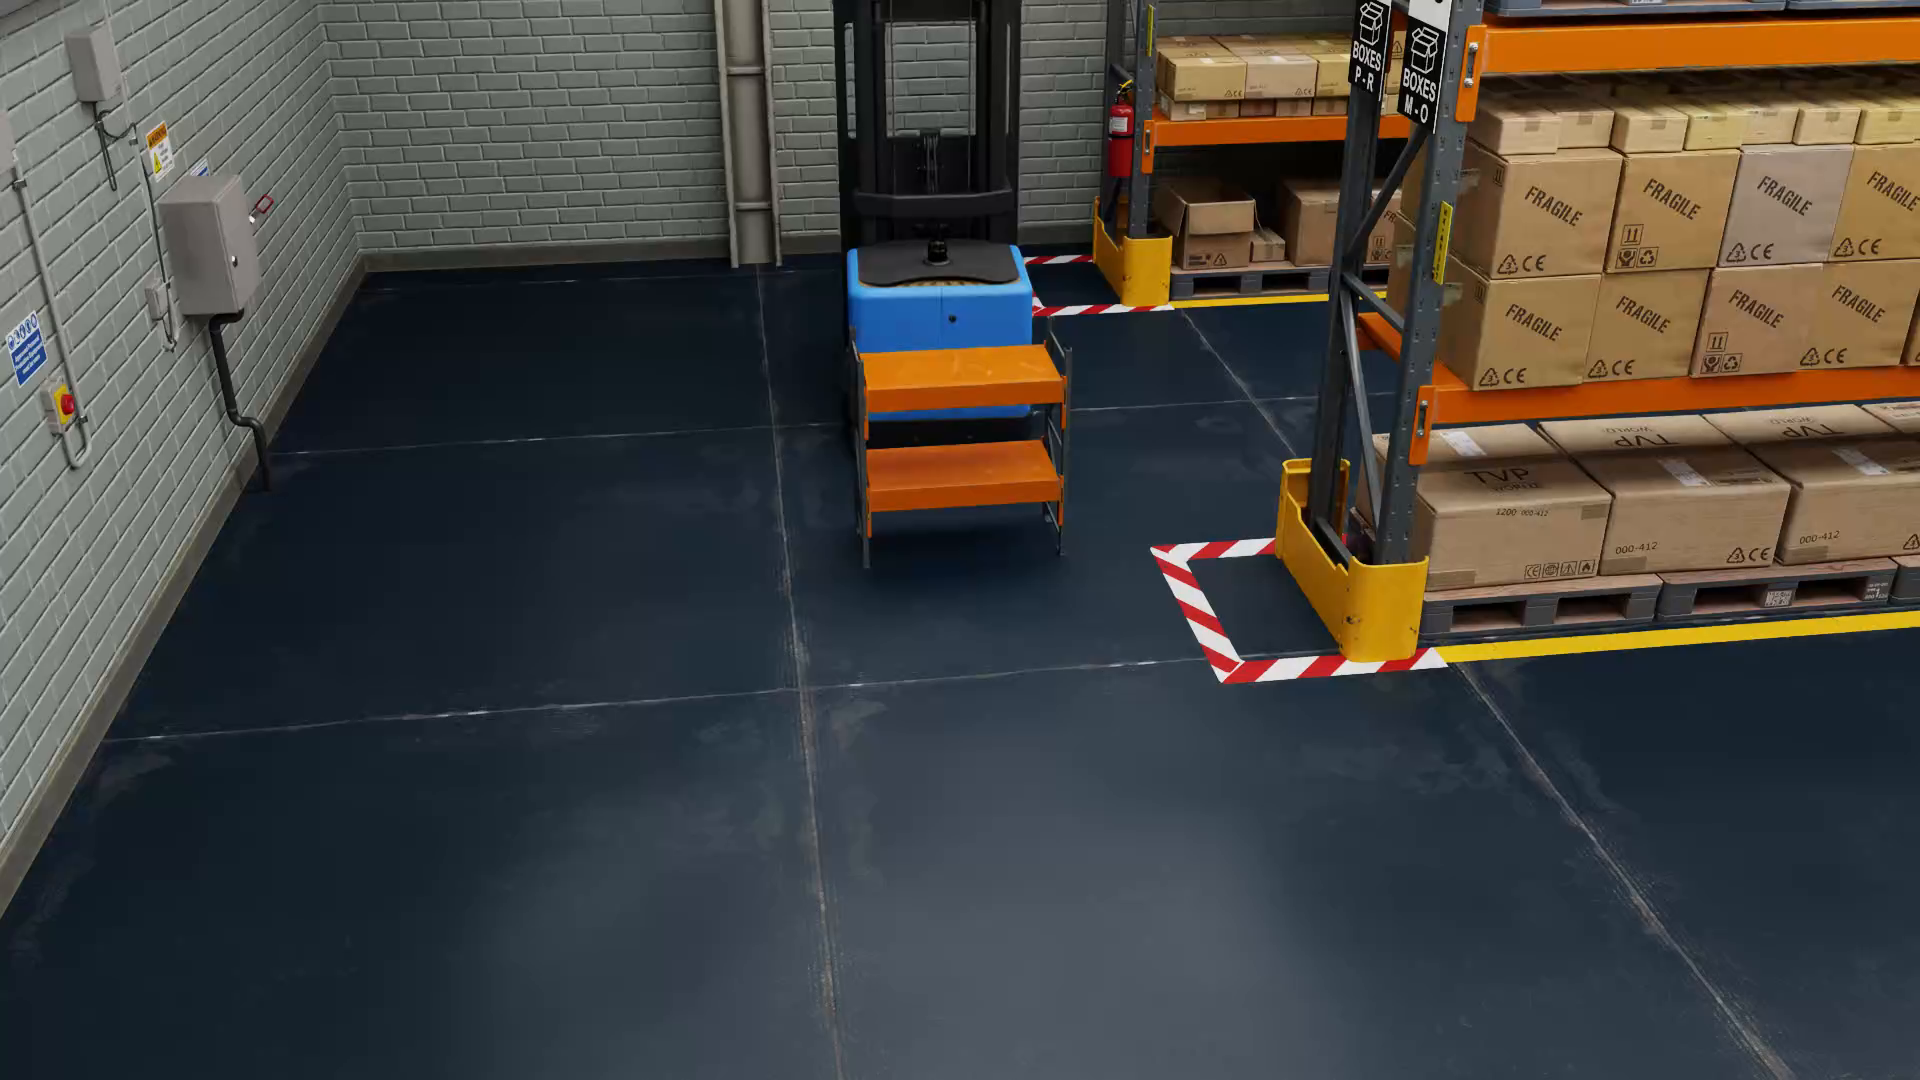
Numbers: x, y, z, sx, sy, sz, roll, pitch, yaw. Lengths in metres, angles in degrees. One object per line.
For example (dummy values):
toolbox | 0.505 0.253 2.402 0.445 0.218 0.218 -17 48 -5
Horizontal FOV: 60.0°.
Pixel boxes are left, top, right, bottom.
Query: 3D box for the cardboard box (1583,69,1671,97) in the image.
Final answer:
cardboard box | 2.971 -2.012 7.470 0.250 0.149 0.380 -3 27 -6

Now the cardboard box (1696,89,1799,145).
cardboard box | 3.320 -1.796 7.050 0.250 0.149 0.380 -3 27 -7

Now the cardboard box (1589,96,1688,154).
cardboard box | 2.809 -1.731 6.922 0.250 0.149 0.380 -3 27 -6

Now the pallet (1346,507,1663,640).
pallet | 2.677 0.113 8.299 1.213 0.211 1.003 -4 27 -7

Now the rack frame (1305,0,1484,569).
rack frame | 1.896 -1.042 7.495 0.127 3.000 1.000 -4 27 -7

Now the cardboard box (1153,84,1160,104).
cardboard box | 1.492 -3.316 12.202 0.250 0.149 0.380 -4 27 -8

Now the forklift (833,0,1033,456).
forklift | -0.208 -2.398 10.213 1.130 2.935 3.031 -2 27 -4

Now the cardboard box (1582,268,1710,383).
cardboard box | 2.909 -1.032 7.366 0.500 0.500 0.500 -4 27 -8

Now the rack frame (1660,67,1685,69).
rack frame | 5.162 -3.540 12.363 0.127 3.000 1.000 -4 27 -7

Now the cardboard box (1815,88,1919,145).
cardboard box | 3.828 -1.797 7.051 0.250 0.149 0.380 -4 27 -8

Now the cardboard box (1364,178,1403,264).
cardboard box | 3.209 -2.382 12.384 0.500 0.500 0.500 -3 27 -6

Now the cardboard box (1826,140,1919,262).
cardboard box | 3.924 -1.537 7.256 0.500 0.500 0.500 -4 27 -7

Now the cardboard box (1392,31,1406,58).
cardboard box | 3.173 -3.687 11.668 0.500 0.500 0.500 -3 27 -6

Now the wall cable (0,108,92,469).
wall cable | -3.684 -1.139 6.536 0.123 1.953 0.585 -4 27 -7

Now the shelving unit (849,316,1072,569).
shelving unit | -0.007 -0.500 8.492 1.048 1.125 0.538 -4 27 -7

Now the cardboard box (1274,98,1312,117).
cardboard box | 2.324 -3.129 11.837 0.250 0.149 0.380 -3 27 -5

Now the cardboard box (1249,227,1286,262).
cardboard box | 2.246 -2.210 12.433 0.250 0.149 0.380 -5 28 -9

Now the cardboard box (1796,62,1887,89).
cardboard box | 3.998 -2.083 7.609 0.250 0.149 0.380 -4 27 -7

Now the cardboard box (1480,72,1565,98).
cardboard box | 2.472 -1.960 7.369 0.250 0.149 0.380 -3 27 -6

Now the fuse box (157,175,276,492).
fuse box | -3.832 -1.058 8.938 0.414 1.711 0.539 -4 27 -7

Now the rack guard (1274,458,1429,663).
rack guard | 1.873 0.072 8.063 0.348 0.500 1.175 -4 27 -7

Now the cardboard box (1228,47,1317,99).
cardboard box | 2.187 -3.290 11.715 0.500 0.250 0.500 -3 27 -7

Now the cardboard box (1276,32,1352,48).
cardboard box | 2.621 -3.562 12.245 0.500 0.250 0.500 -3 27 -5

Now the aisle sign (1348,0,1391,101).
aisle sign | 1.782 -2.334 7.166 0.004 0.787 0.394 -4 27 -7

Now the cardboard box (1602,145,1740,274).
cardboard box | 2.922 -1.469 7.123 0.500 0.500 0.500 -4 27 -9

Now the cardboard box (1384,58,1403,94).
cardboard box | 3.192 -3.366 11.863 0.500 0.250 0.500 -4 27 -8

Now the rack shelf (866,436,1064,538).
rack shelf | -0.007 -0.282 8.604 1.000 0.278 0.538 -4 27 -7

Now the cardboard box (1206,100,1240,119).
cardboard box | 1.810 -3.108 11.796 0.250 0.149 0.380 -3 27 -6

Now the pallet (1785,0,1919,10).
pallet | 3.840 -2.468 7.086 1.213 0.211 1.003 -4 27 -7

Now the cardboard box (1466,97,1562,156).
cardboard box | 2.286 -1.717 6.896 0.250 0.149 0.380 -3 27 -6

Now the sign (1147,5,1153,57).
sign | 1.277 -3.425 11.192 0.005 0.325 0.100 -4 27 -7

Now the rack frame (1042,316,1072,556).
rack frame | 0.497 -0.532 8.555 0.032 1.125 0.500 -4 27 -7

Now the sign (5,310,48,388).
sign | -3.738 -0.767 6.663 0.001 0.218 0.327 -4 27 -7

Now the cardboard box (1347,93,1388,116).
cardboard box | 2.847 -3.130 11.840 0.250 0.149 0.380 -4 27 -9

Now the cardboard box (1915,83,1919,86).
cardboard box | 4.322 -1.858 7.170 0.250 0.149 0.380 -4 27 -8

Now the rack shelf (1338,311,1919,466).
rack shelf | 3.877 -0.849 7.907 4.000 0.370 1.077 -4 27 -7

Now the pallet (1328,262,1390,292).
pallet | 3.271 -2.177 12.762 1.213 0.211 1.003 -4 27 -7

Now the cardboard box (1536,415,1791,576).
cardboard box | 3.441 -0.238 8.275 0.875 0.438 0.875 -3 27 -6

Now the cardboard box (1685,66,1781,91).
cardboard box | 3.480 -2.039 7.523 0.250 0.149 0.380 -3 27 -6

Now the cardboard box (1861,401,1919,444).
cardboard box | 5.221 -0.352 8.496 0.875 0.438 0.875 -4 27 -8

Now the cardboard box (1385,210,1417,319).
cardboard box | 2.337 -1.237 7.765 0.500 0.500 0.500 -4 27 -7

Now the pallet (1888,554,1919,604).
pallet | 5.093 -0.043 8.602 1.213 0.211 1.003 -4 27 -7

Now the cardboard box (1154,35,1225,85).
cardboard box | 1.620 -3.500 12.125 0.500 0.250 0.500 -3 27 -6

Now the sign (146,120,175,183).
sign | -4.030 -1.961 8.381 0.001 0.242 0.339 -4 27 -7

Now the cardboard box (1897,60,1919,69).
cardboard box | 4.488 -2.121 7.682 0.250 0.149 0.380 -4 27 -9

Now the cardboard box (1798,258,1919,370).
cardboard box | 3.909 -1.096 7.490 0.500 0.500 0.500 -3 27 -5
